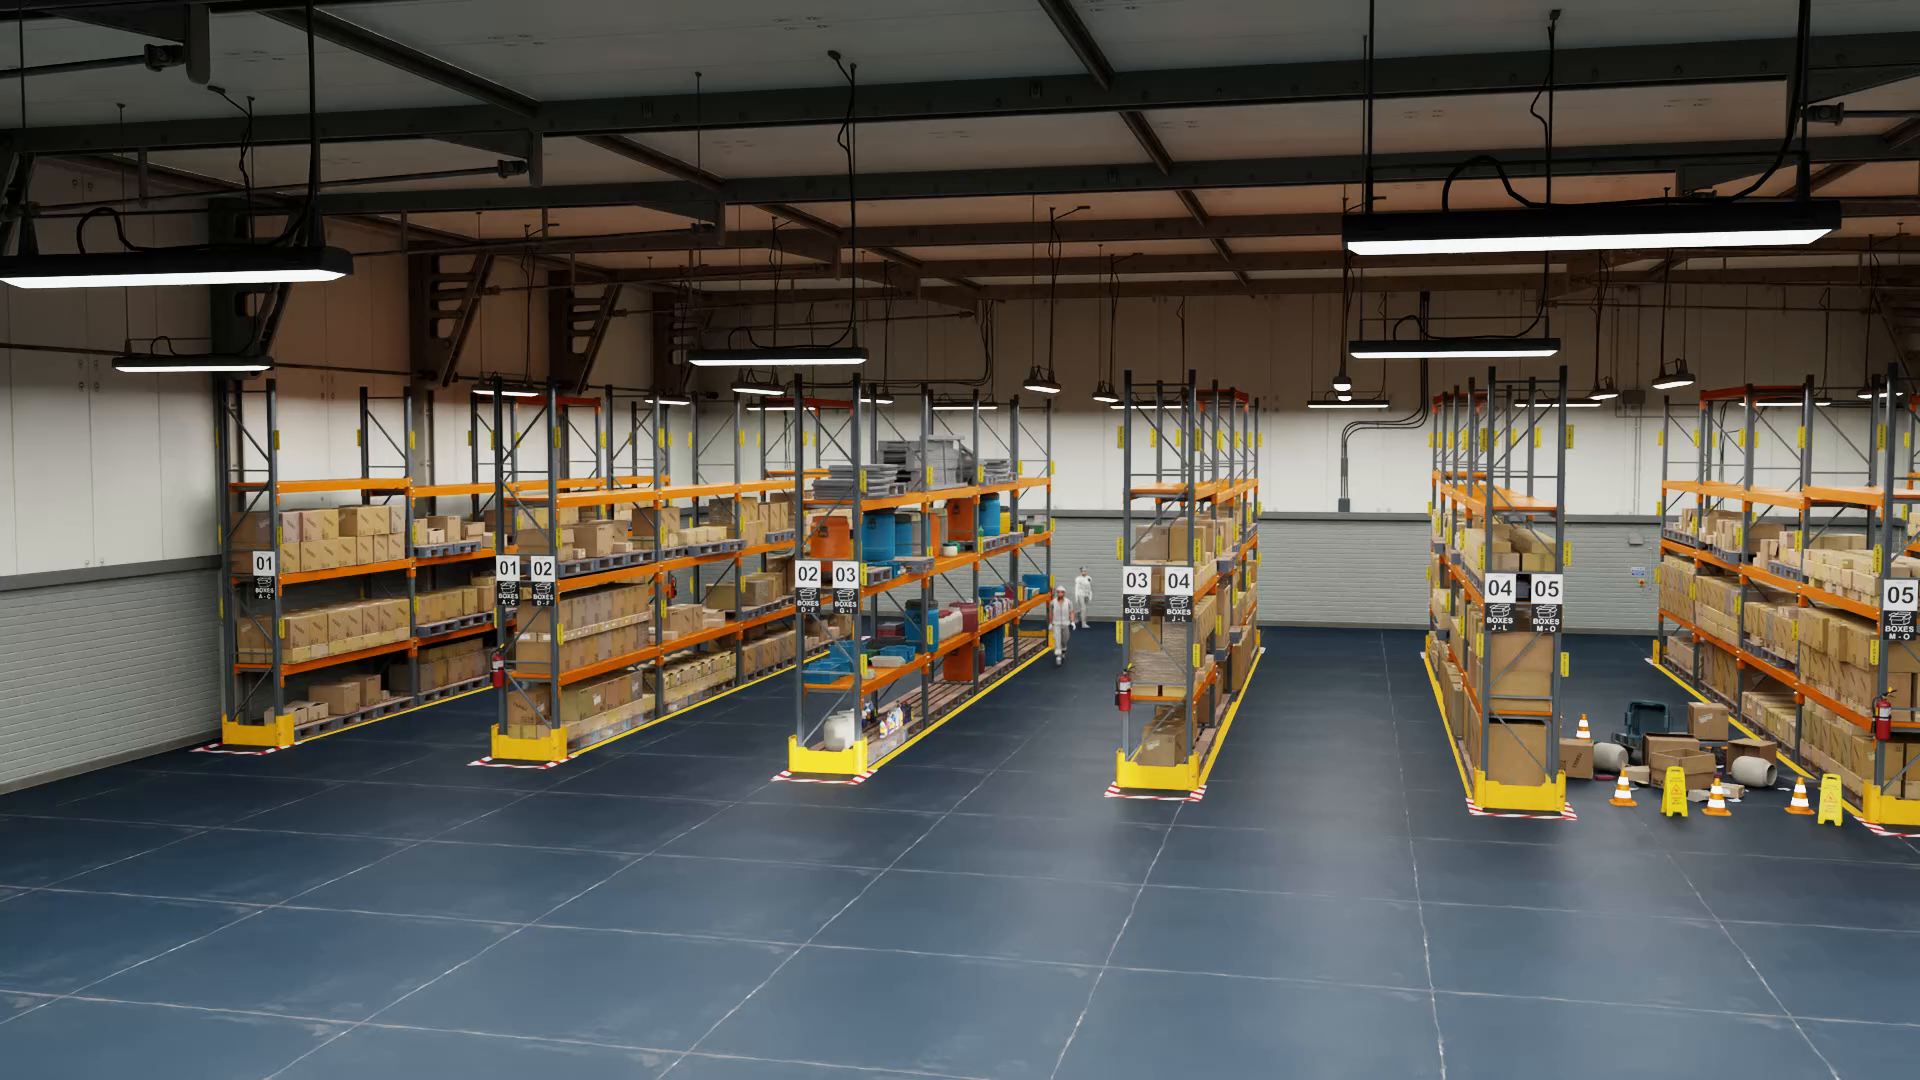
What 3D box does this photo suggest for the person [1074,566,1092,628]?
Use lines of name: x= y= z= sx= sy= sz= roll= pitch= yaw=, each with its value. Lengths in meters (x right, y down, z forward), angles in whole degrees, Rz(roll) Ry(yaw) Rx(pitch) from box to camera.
person: x=3.272 y=1.499 z=44.461 sx=0.474 sy=1.643 sz=0.803 roll=-3 pitch=4 yaw=-37

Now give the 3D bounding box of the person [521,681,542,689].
person: x=-8.028 y=2.284 z=31.365 sx=0.456 sy=1.623 sz=0.964 roll=0 pitch=3 yaw=2

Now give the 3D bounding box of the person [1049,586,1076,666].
person: x=2.270 y=1.898 z=36.993 sx=0.556 sy=1.740 sz=1.093 roll=0 pitch=3 yaw=-3

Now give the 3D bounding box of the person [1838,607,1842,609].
person: x=21.494 y=1.696 z=40.385 sx=0.452 sy=1.802 sz=0.554 roll=0 pitch=3 yaw=-5
